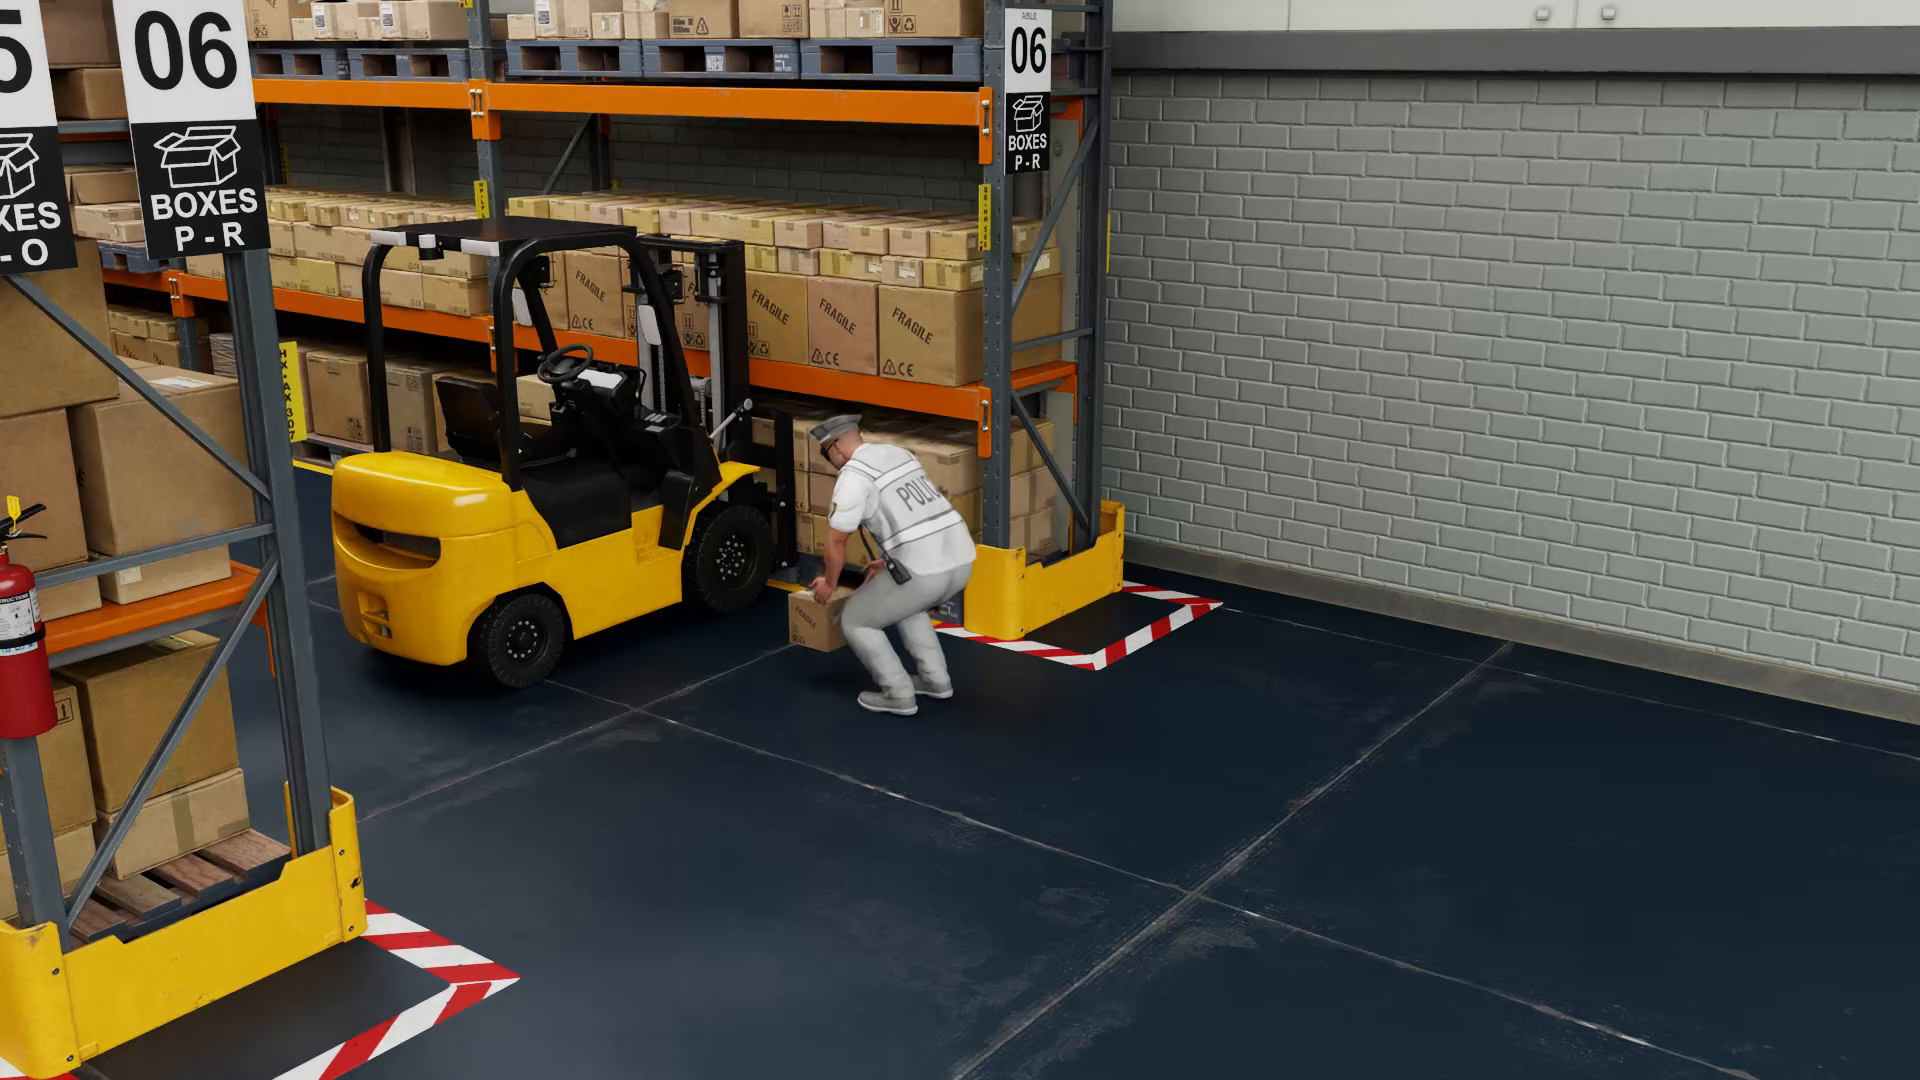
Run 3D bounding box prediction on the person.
[{"bbox_3d":[-0.342,0.111,7.816,0.824,1.383,0.590,12,20,35],"label":"person"}]
